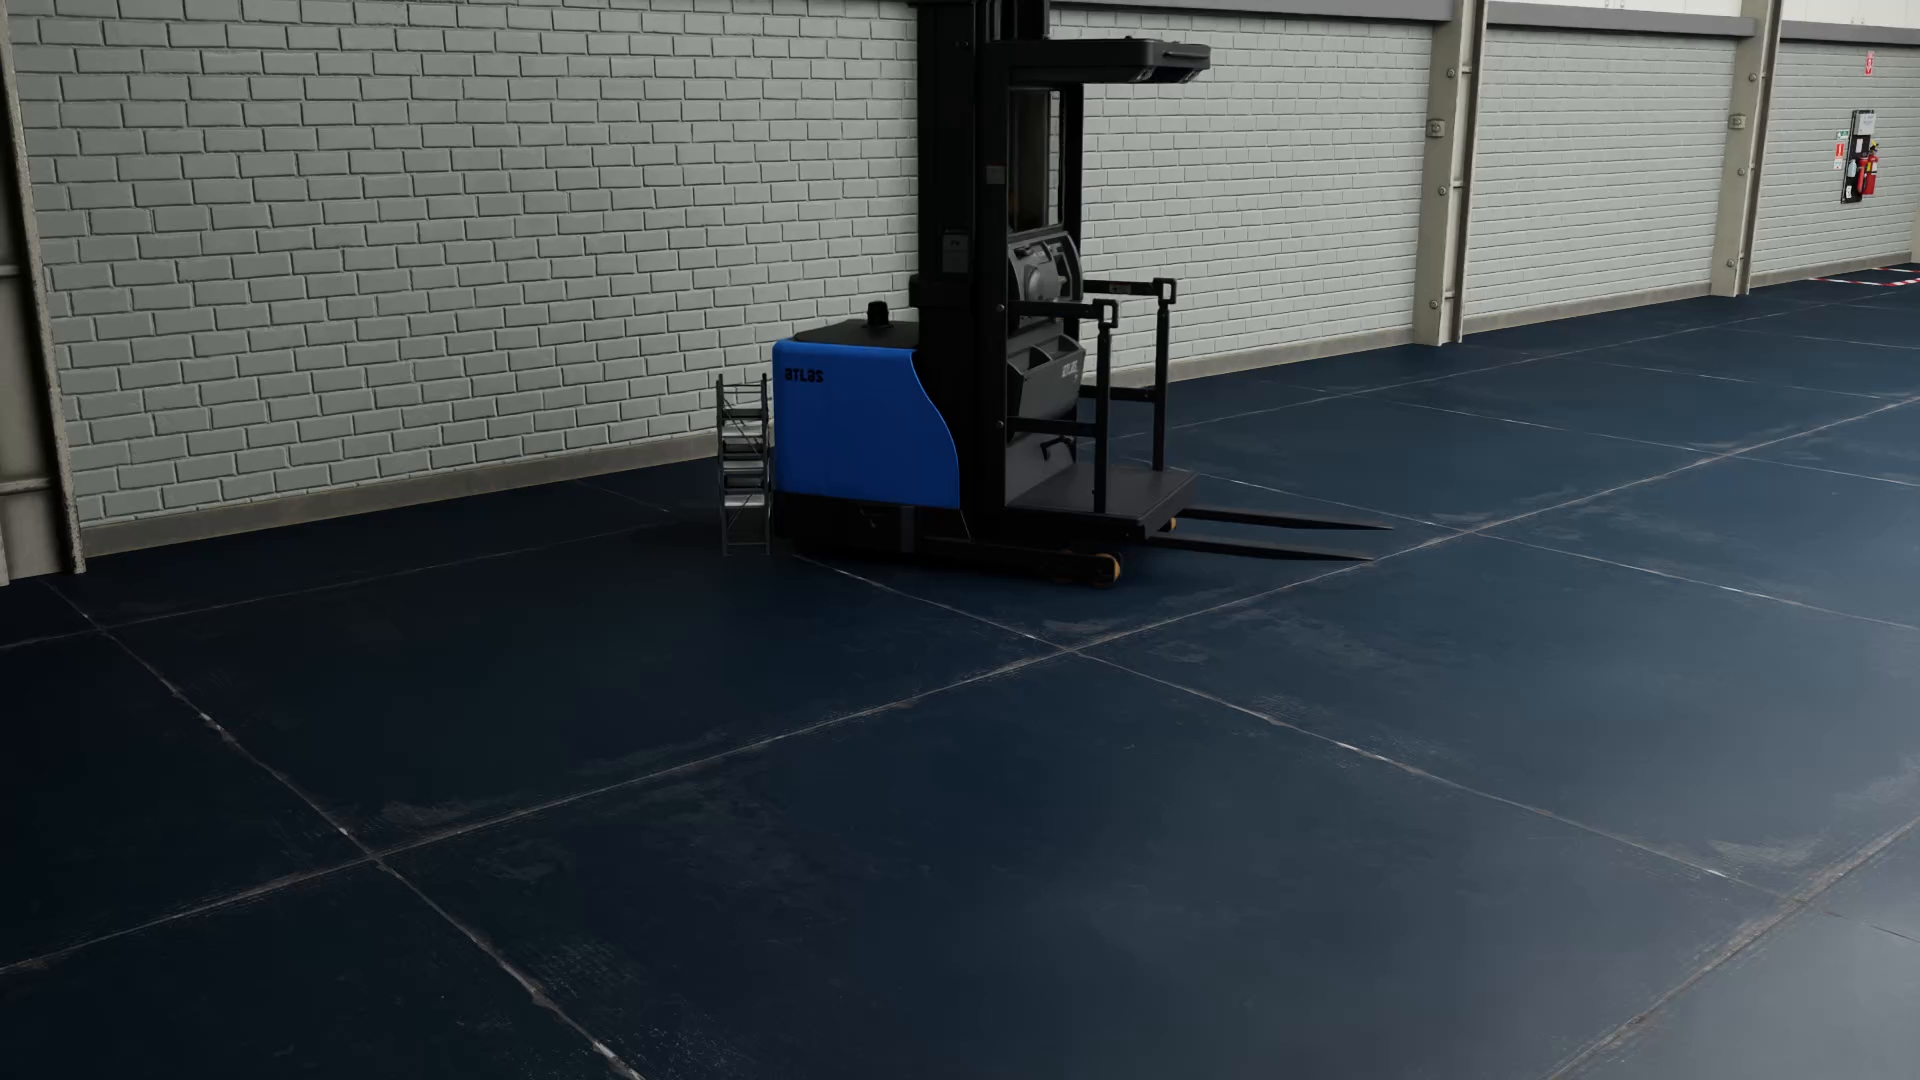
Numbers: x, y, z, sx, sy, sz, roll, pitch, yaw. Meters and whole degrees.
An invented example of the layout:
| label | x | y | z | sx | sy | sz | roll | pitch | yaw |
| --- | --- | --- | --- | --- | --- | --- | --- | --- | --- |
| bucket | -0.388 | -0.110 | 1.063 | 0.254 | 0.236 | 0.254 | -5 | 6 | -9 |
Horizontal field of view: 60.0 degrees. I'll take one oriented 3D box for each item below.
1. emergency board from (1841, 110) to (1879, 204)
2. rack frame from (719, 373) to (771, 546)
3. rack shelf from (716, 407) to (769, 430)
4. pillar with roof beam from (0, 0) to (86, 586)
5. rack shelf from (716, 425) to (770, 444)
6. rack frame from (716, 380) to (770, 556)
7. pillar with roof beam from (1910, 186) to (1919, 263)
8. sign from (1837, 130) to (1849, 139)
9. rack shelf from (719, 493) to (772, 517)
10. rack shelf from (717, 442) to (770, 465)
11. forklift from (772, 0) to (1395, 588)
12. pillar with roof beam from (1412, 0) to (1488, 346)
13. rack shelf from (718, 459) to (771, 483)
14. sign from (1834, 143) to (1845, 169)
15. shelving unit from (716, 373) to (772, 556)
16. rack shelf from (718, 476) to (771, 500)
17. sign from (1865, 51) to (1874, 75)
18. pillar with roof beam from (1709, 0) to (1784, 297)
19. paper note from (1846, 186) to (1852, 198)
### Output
| label | x | y | z | sx | sy | sz | roll | pitch | yaw |
| --- | --- | --- | --- | --- | --- | --- | --- | --- | --- |
| emergency board | 11.676 | -4.944 | 21.447 | 0.643 | 1.169 | 0.194 | -13 | 19 | -39 |
| rack frame | -1.102 | -0.409 | 8.537 | 0.240 | 0.900 | 0.006 | -1 | 15 | -4 |
| rack shelf | -1.094 | -0.611 | 8.378 | 0.258 | 0.077 | 0.200 | -1 | 15 | -4 |
| pillar with roof beam | -1.714 | -3.350 | 3.854 | 0.400 | 9.000 | 9.100 | -13 | 19 | -39 |
| rack shelf | -1.094 | -0.524 | 8.401 | 0.258 | 0.077 | 0.200 | -1 | 15 | -4 |
| rack frame | -1.086 | -0.357 | 8.341 | 0.240 | 0.900 | 0.006 | -1 | 15 | -4 |
| pillar with roof beam | 16.391 | -7.416 | 19.075 | 0.400 | 9.000 | 9.100 | -13 | 19 | -39 |
| sign | 11.200 | -5.143 | 21.095 | 0.331 | 0.109 | 0.001 | -13 | 19 | -39 |
| rack shelf | -1.094 | -0.177 | 8.494 | 0.258 | 0.077 | 0.200 | -1 | 15 | -4 |
| rack shelf | -1.094 | -0.437 | 8.424 | 0.258 | 0.077 | 0.200 | -1 | 15 | -4 |
| forklift | 0.607 | -1.342 | 8.094 | 3.031 | 2.935 | 1.130 | 6 | 16 | 22 |
| pillar with roof beam | 7.338 | -5.383 | 11.464 | 0.400 | 9.000 | 9.100 | -13 | 19 | -39 |
| rack shelf | -1.094 | -0.350 | 8.448 | 0.258 | 0.077 | 0.200 | -1 | 15 | -4 |
| sign | 11.191 | -4.888 | 21.167 | 0.234 | 0.329 | 0.001 | -13 | 19 | -39 |
| shelving unit | -1.094 | -0.383 | 8.439 | 0.258 | 0.900 | 0.210 | -1 | 15 | -4 |
| rack shelf | -1.094 | -0.264 | 8.471 | 0.258 | 0.077 | 0.200 | -1 | 15 | -4 |
| sign | 11.604 | -6.082 | 21.215 | 0.199 | 0.298 | 0.001 | -13 | 19 | -39 |
| pillar with roof beam | 11.865 | -6.399 | 15.269 | 0.400 | 9.000 | 9.100 | -13 | 19 | -39 |
| paper note | 11.497 | -4.502 | 21.499 | 0.142 | 0.148 | 0.016 | -13 | 19 | -39 |
